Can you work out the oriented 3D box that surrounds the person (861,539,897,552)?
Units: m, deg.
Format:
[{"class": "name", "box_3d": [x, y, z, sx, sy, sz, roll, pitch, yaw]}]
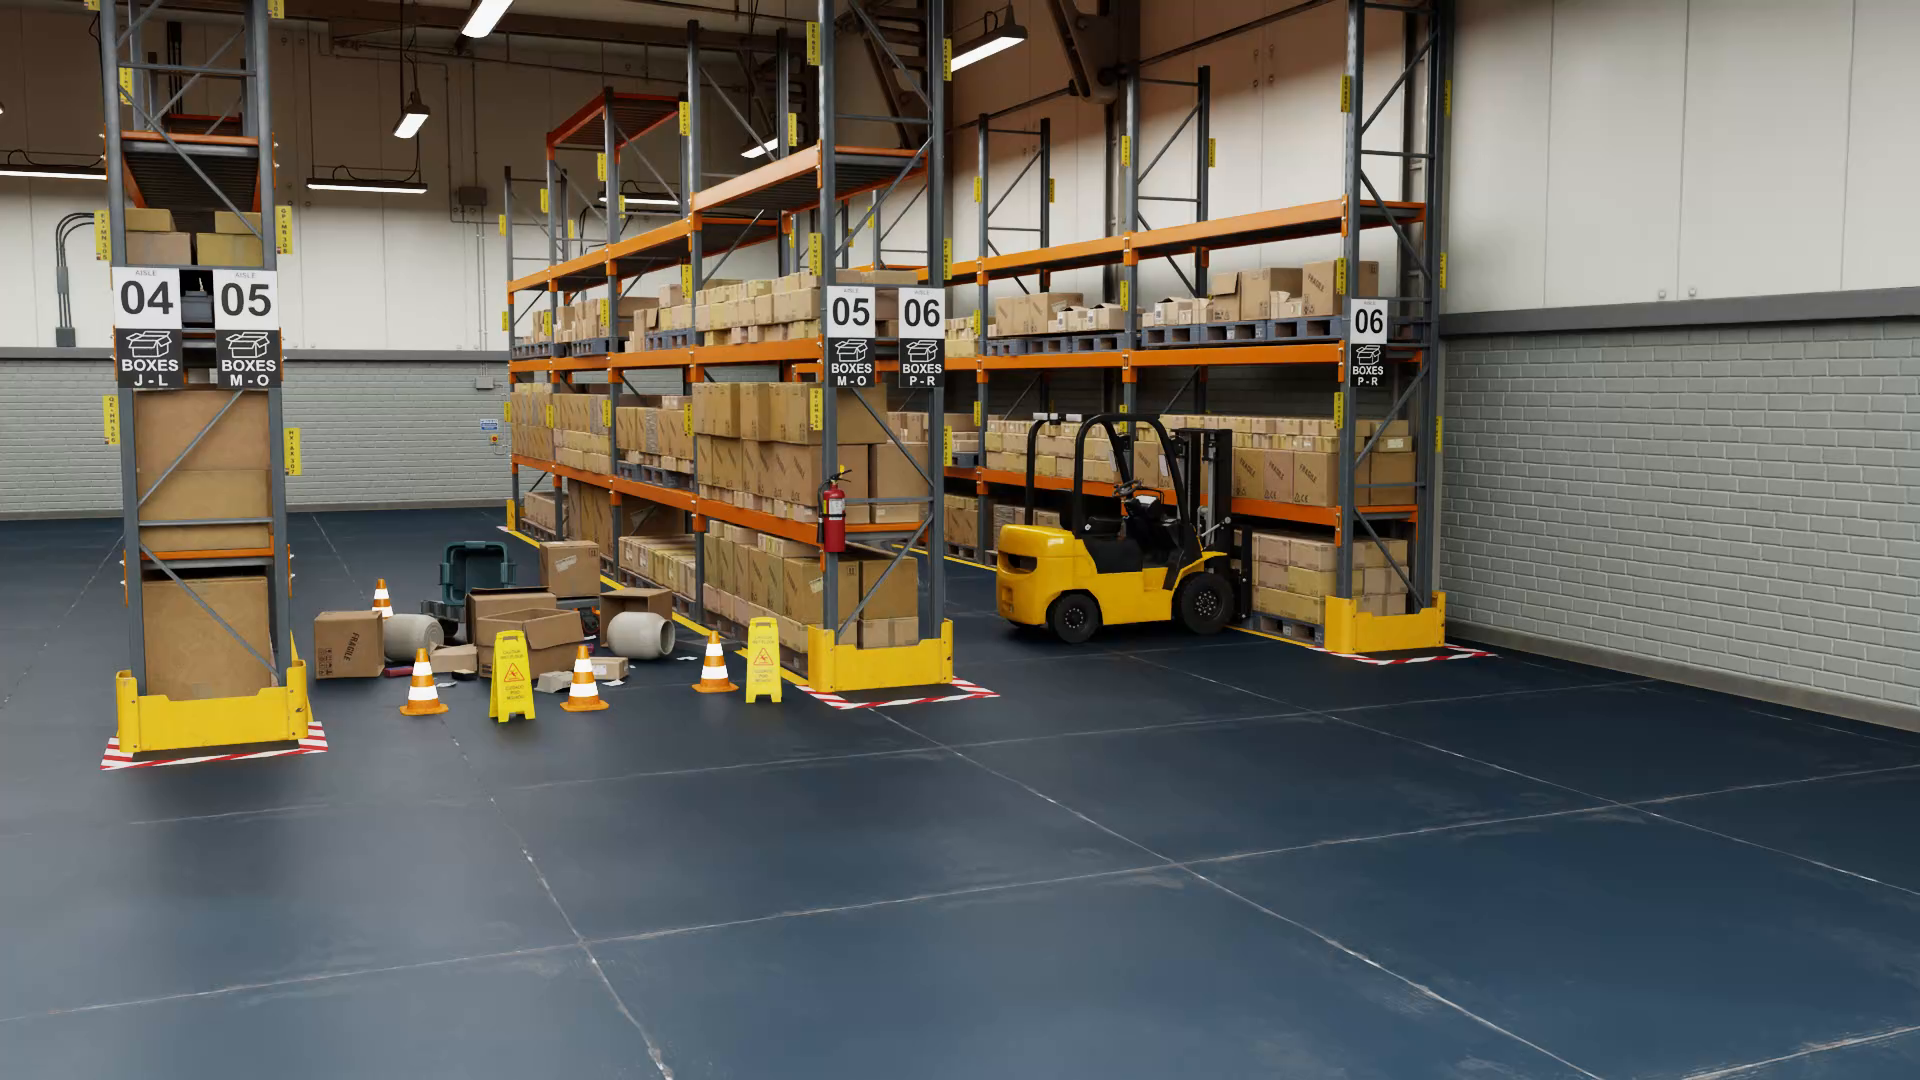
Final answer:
[{"class": "person", "box_3d": [-0.936, -0.095, 17.964, 0.486, 1.825, 0.594, 5, 7, 43]}]
